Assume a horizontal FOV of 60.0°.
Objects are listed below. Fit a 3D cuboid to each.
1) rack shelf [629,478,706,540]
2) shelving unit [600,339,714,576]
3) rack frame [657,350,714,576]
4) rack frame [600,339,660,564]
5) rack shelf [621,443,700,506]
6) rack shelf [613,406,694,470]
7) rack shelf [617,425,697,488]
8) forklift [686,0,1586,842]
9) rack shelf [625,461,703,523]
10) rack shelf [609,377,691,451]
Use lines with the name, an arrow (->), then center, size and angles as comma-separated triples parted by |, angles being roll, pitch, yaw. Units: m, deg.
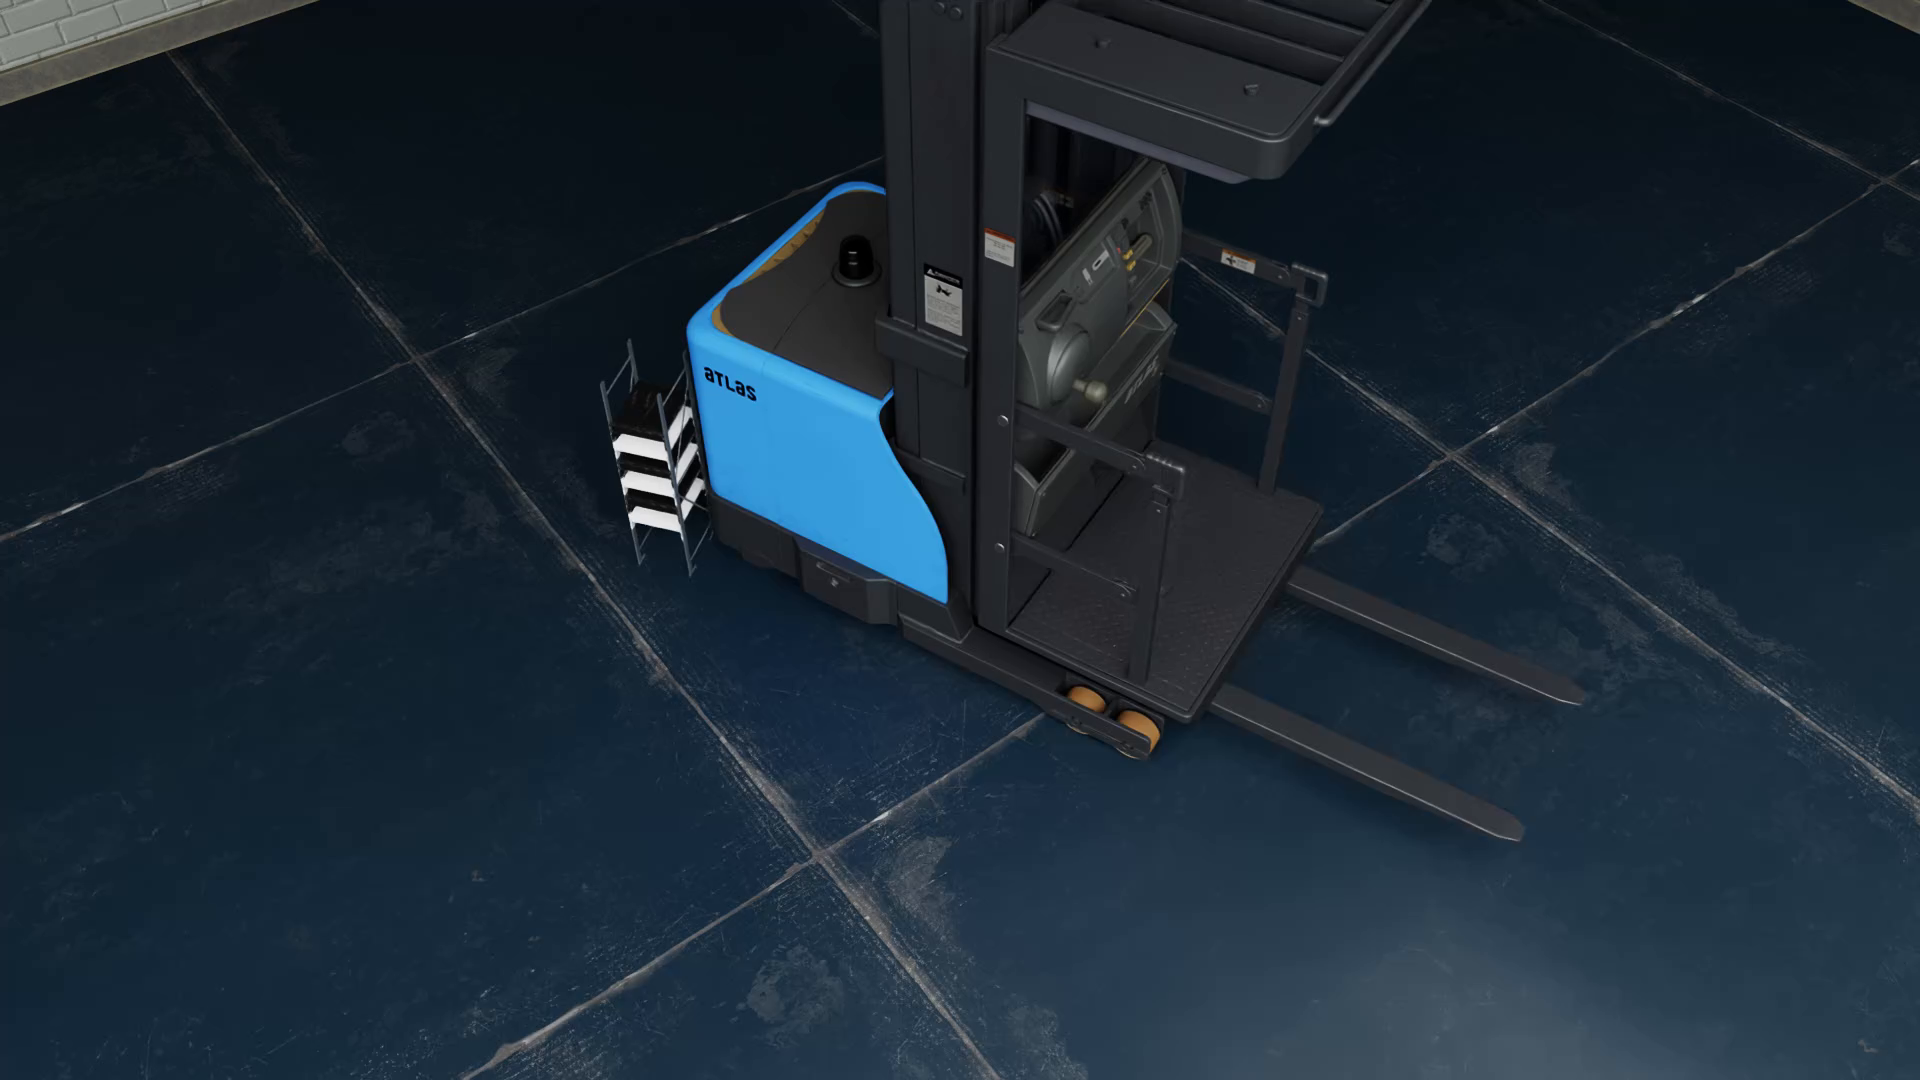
rack shelf -> -1.058, -0.132, 6.051 | 0.200, 0.077, 0.258 | 12, 49, 11
shelving unit -> -1.058, -0.276, 5.893 | 0.210, 0.900, 0.258 | 12, 49, 11
rack frame -> -0.961, -0.255, 5.873 | 0.006, 0.900, 0.240 | 12, 49, 11
rack frame -> -1.156, -0.297, 5.912 | 0.006, 0.900, 0.240 | 12, 49, 11
rack shelf -> -1.058, -0.253, 5.917 | 0.200, 0.077, 0.258 | 12, 49, 11
rack shelf -> -1.058, -0.374, 5.784 | 0.200, 0.077, 0.258 | 12, 49, 11
rack shelf -> -1.058, -0.314, 5.851 | 0.200, 0.077, 0.258 | 12, 49, 11
forklift -> 0.605, -0.705, 4.911 | 3.031, 2.935, 1.130 | 24, 52, 21
rack shelf -> -1.058, -0.193, 5.984 | 0.200, 0.077, 0.258 | 12, 49, 11
rack shelf -> -1.058, -0.435, 5.717 | 0.200, 0.077, 0.258 | 12, 49, 11
